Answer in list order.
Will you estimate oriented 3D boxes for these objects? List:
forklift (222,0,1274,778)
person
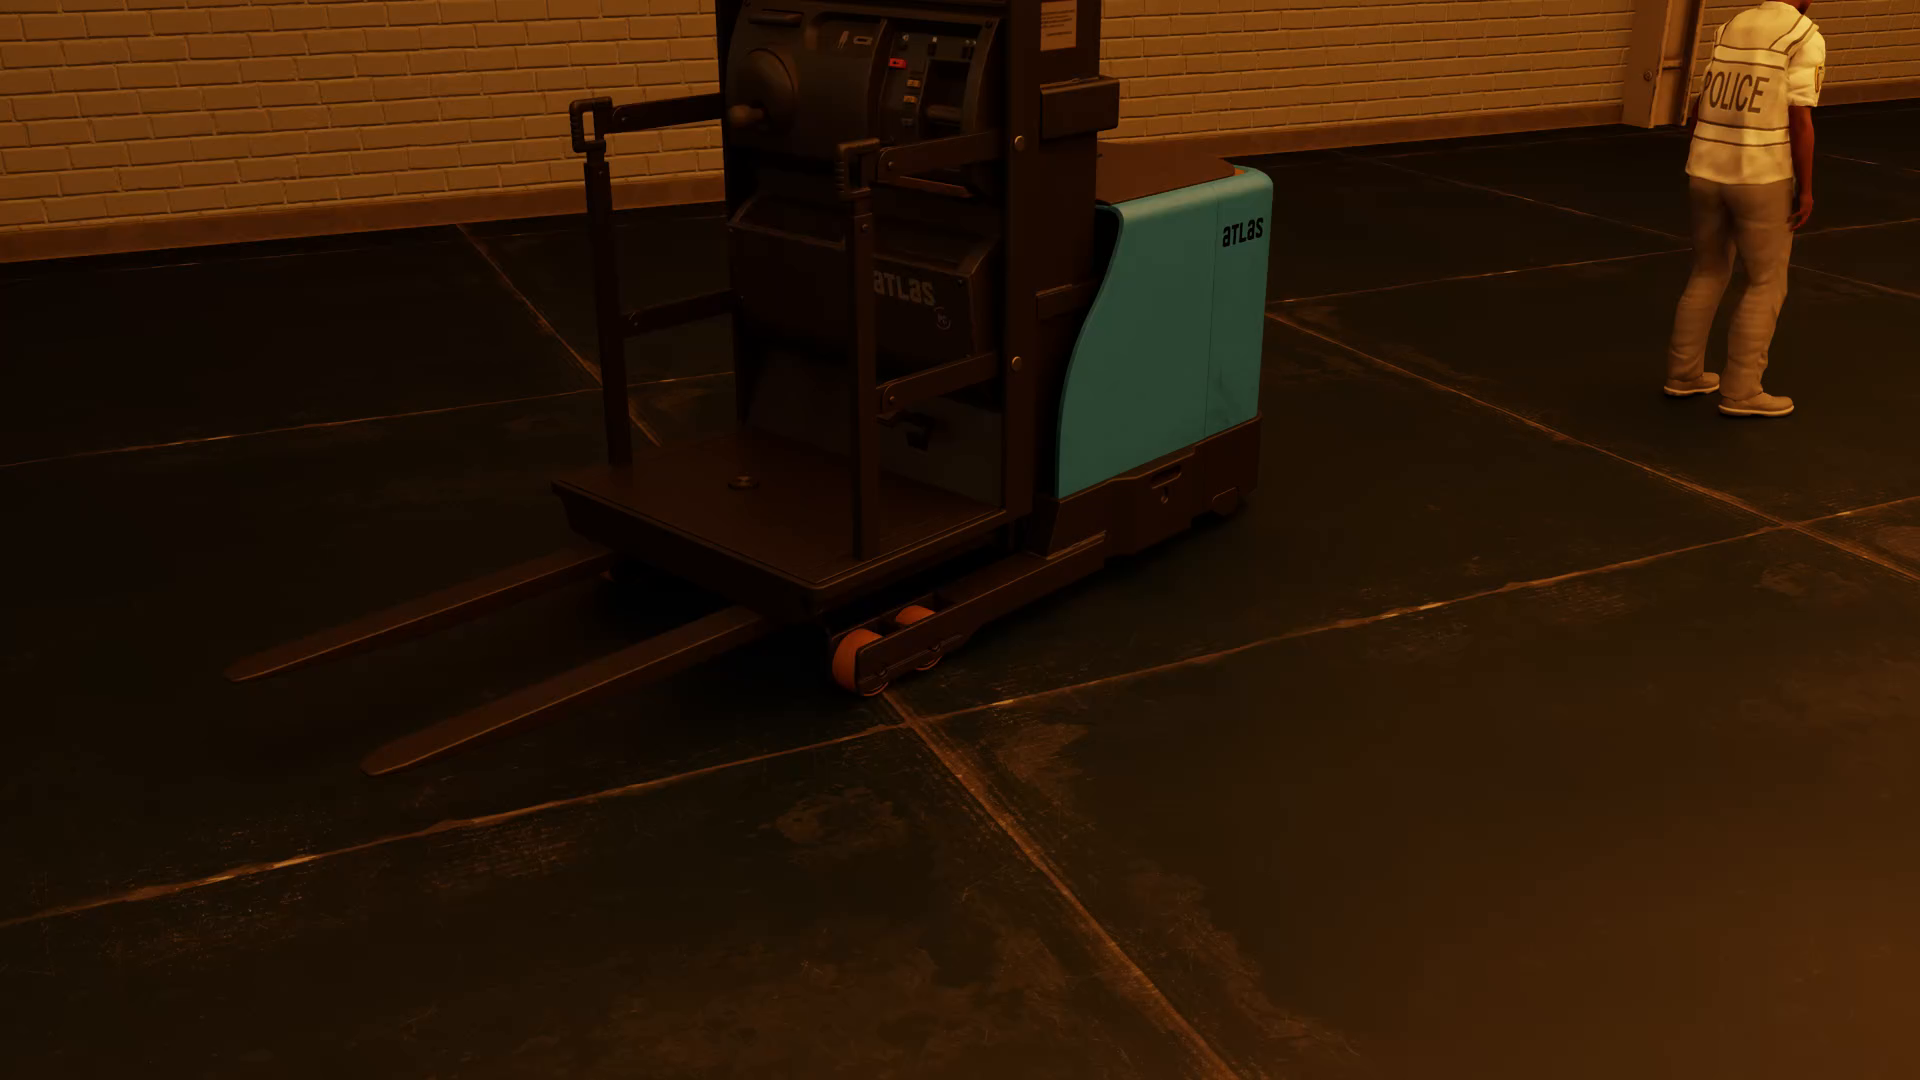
[{"bbox_3d":[-0.413,-1.182,4.131,1.130,2.935,3.031,19,29,39],"label":"forklift"},{"bbox_3d":[2.889,-1.302,6.078,0.396,1.662,0.532,-11,25,-25],"label":"person"}]
